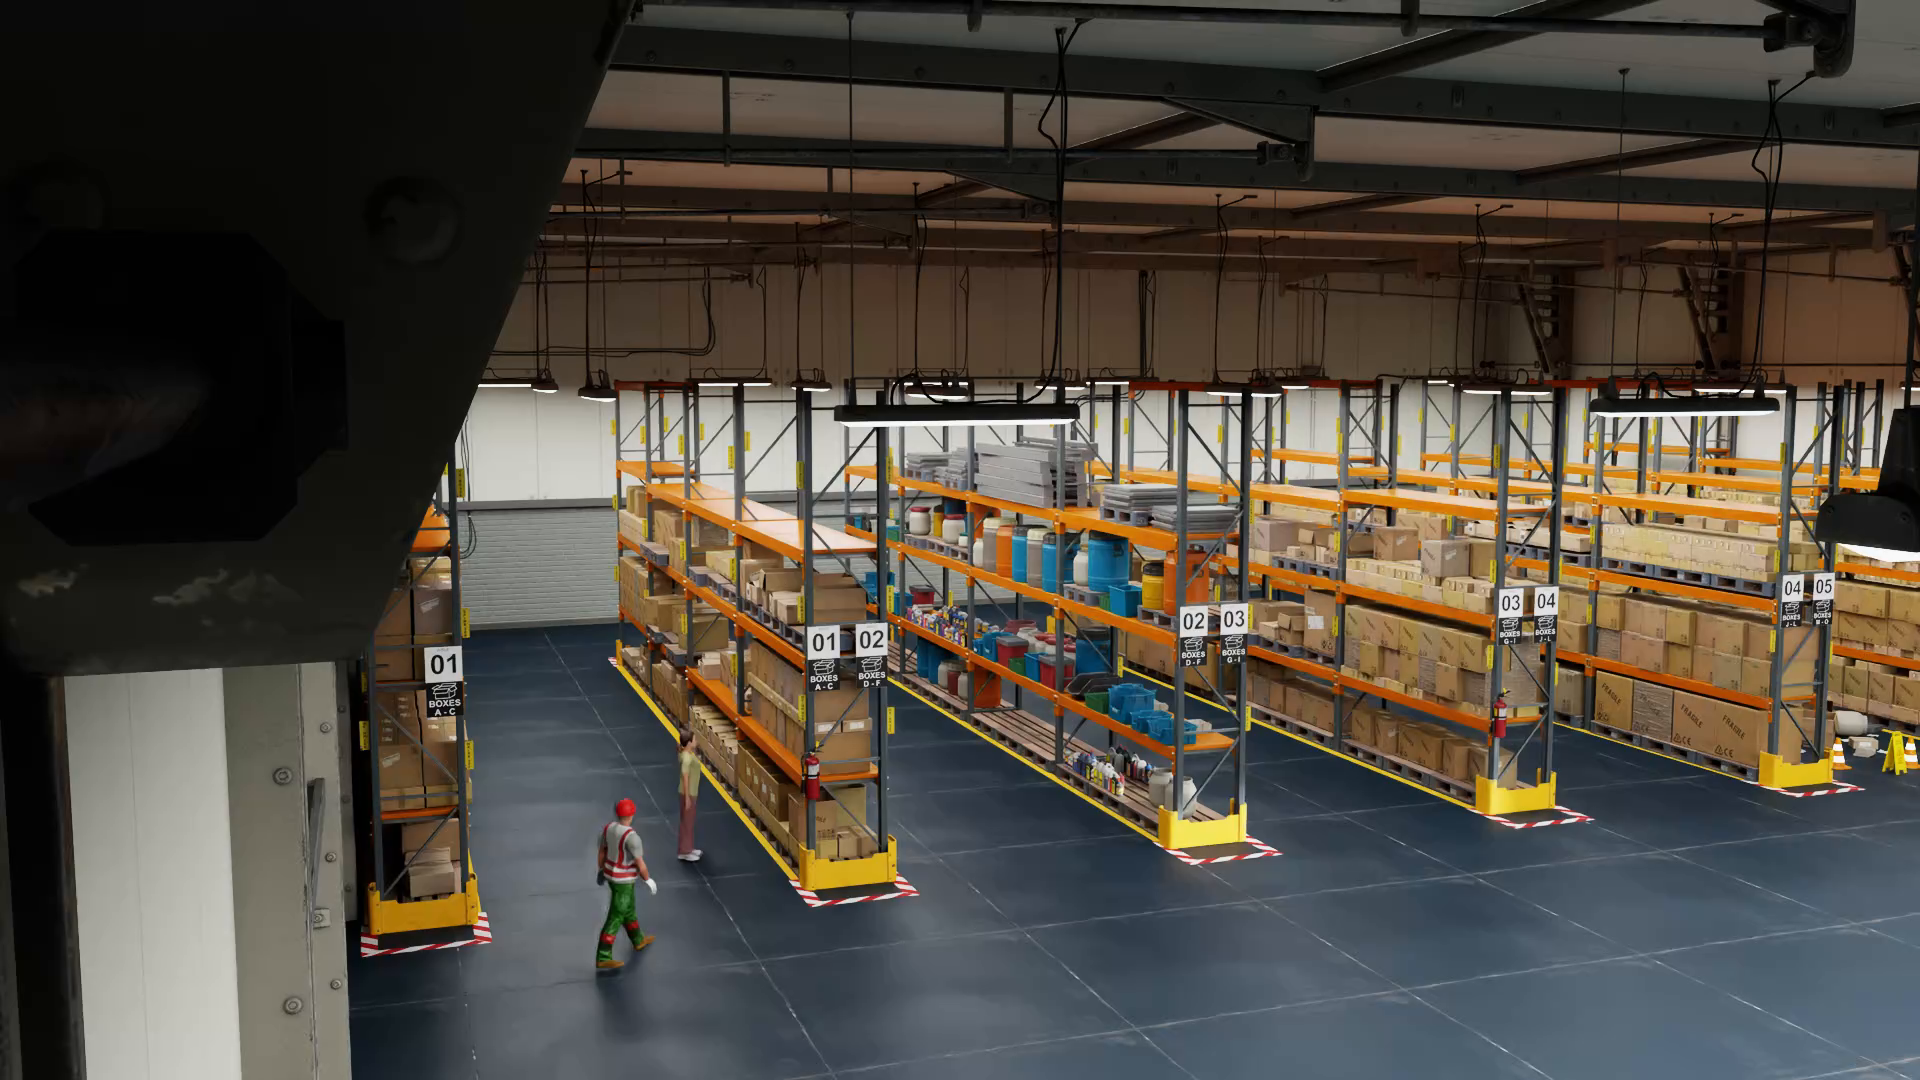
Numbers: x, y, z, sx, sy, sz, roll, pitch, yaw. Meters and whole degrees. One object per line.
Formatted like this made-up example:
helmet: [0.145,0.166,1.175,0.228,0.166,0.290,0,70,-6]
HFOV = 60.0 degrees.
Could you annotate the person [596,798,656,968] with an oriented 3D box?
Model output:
person: [-3.543,3.583,17.669,0.853,1.749,0.638,-4,7,-35]

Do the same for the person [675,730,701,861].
person: [-3.469,3.255,21.260,0.326,1.681,0.543,-1,6,-10]

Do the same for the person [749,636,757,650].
person: [-3.577,2.285,30.707,0.672,1.648,0.973,-2,6,-21]
